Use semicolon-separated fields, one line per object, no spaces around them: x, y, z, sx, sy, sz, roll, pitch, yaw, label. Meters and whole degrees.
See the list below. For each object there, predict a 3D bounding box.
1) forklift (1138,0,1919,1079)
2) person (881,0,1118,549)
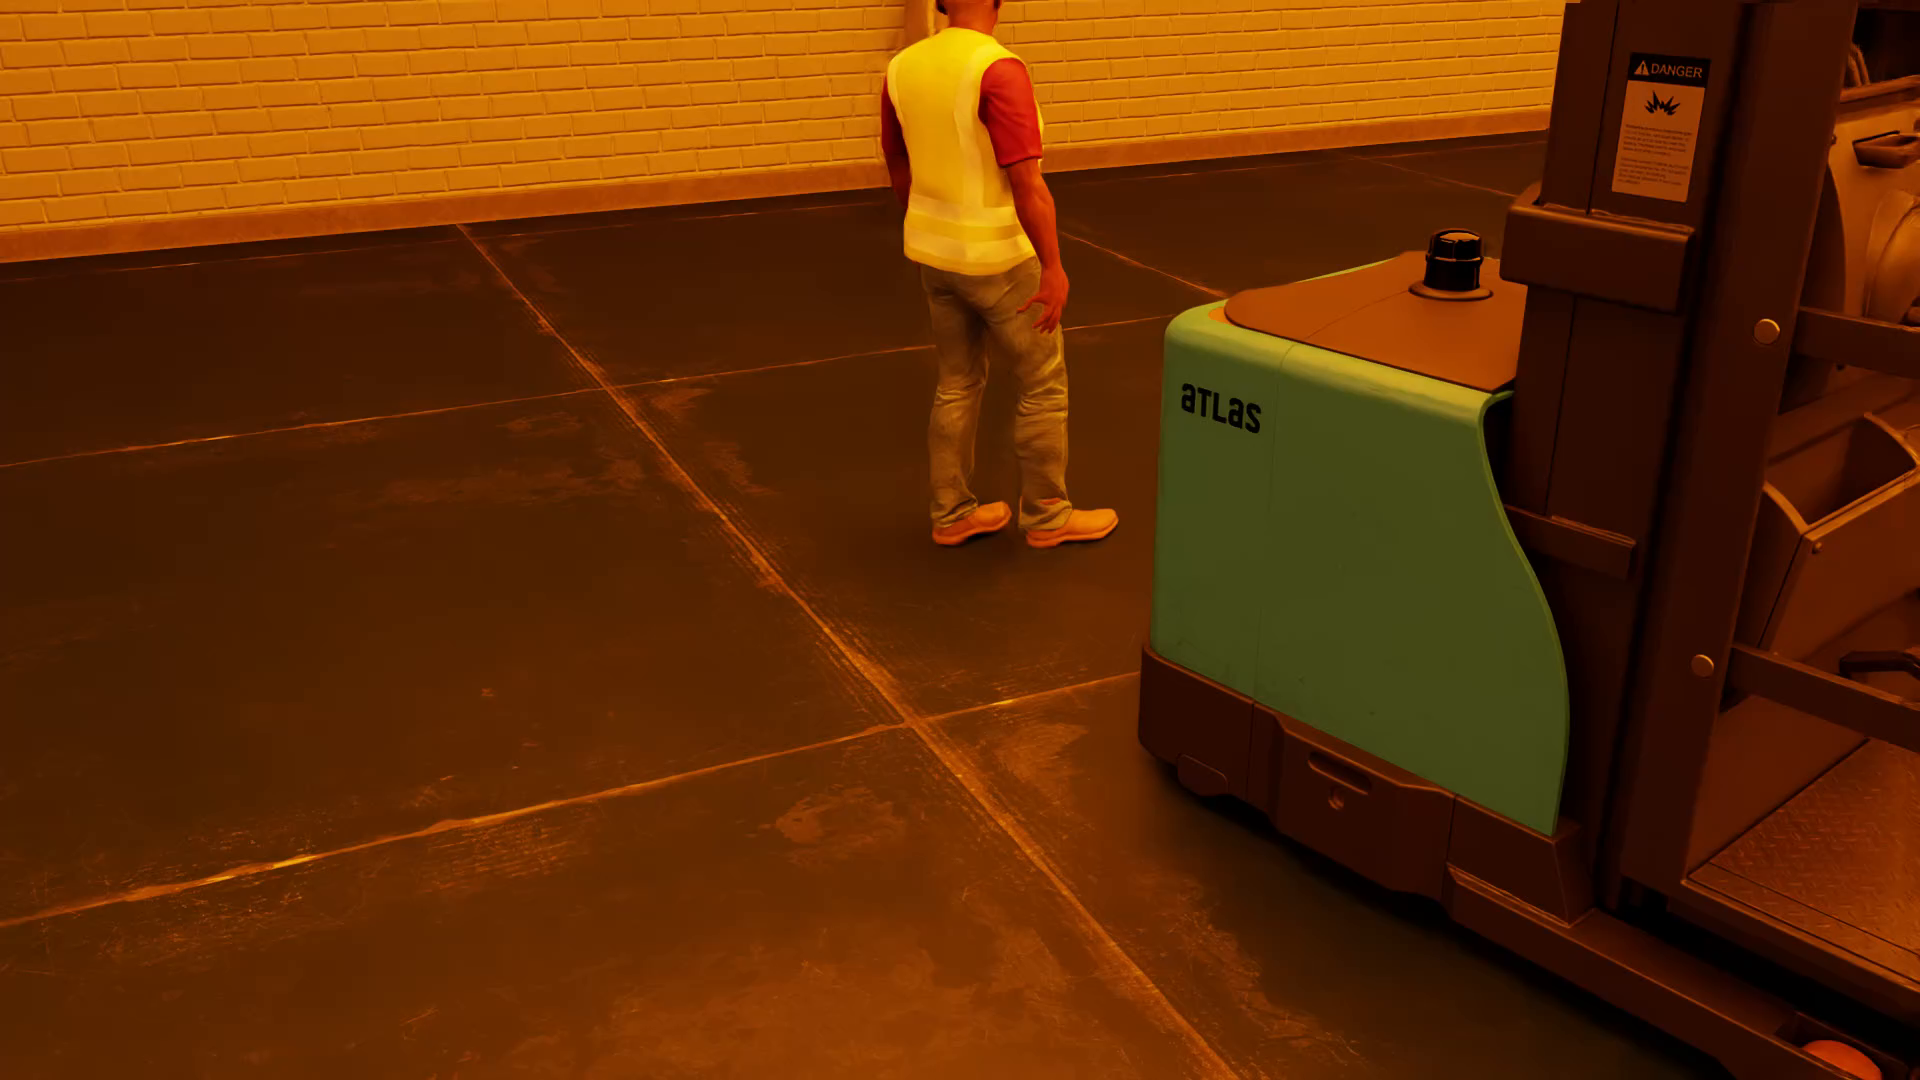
1.750;-0.525;2.549;1.130;2.935;3.031;-18;29;-37;forklift
0.092;-0.844;4.869;0.718;1.761;0.525;21;30;40;person
